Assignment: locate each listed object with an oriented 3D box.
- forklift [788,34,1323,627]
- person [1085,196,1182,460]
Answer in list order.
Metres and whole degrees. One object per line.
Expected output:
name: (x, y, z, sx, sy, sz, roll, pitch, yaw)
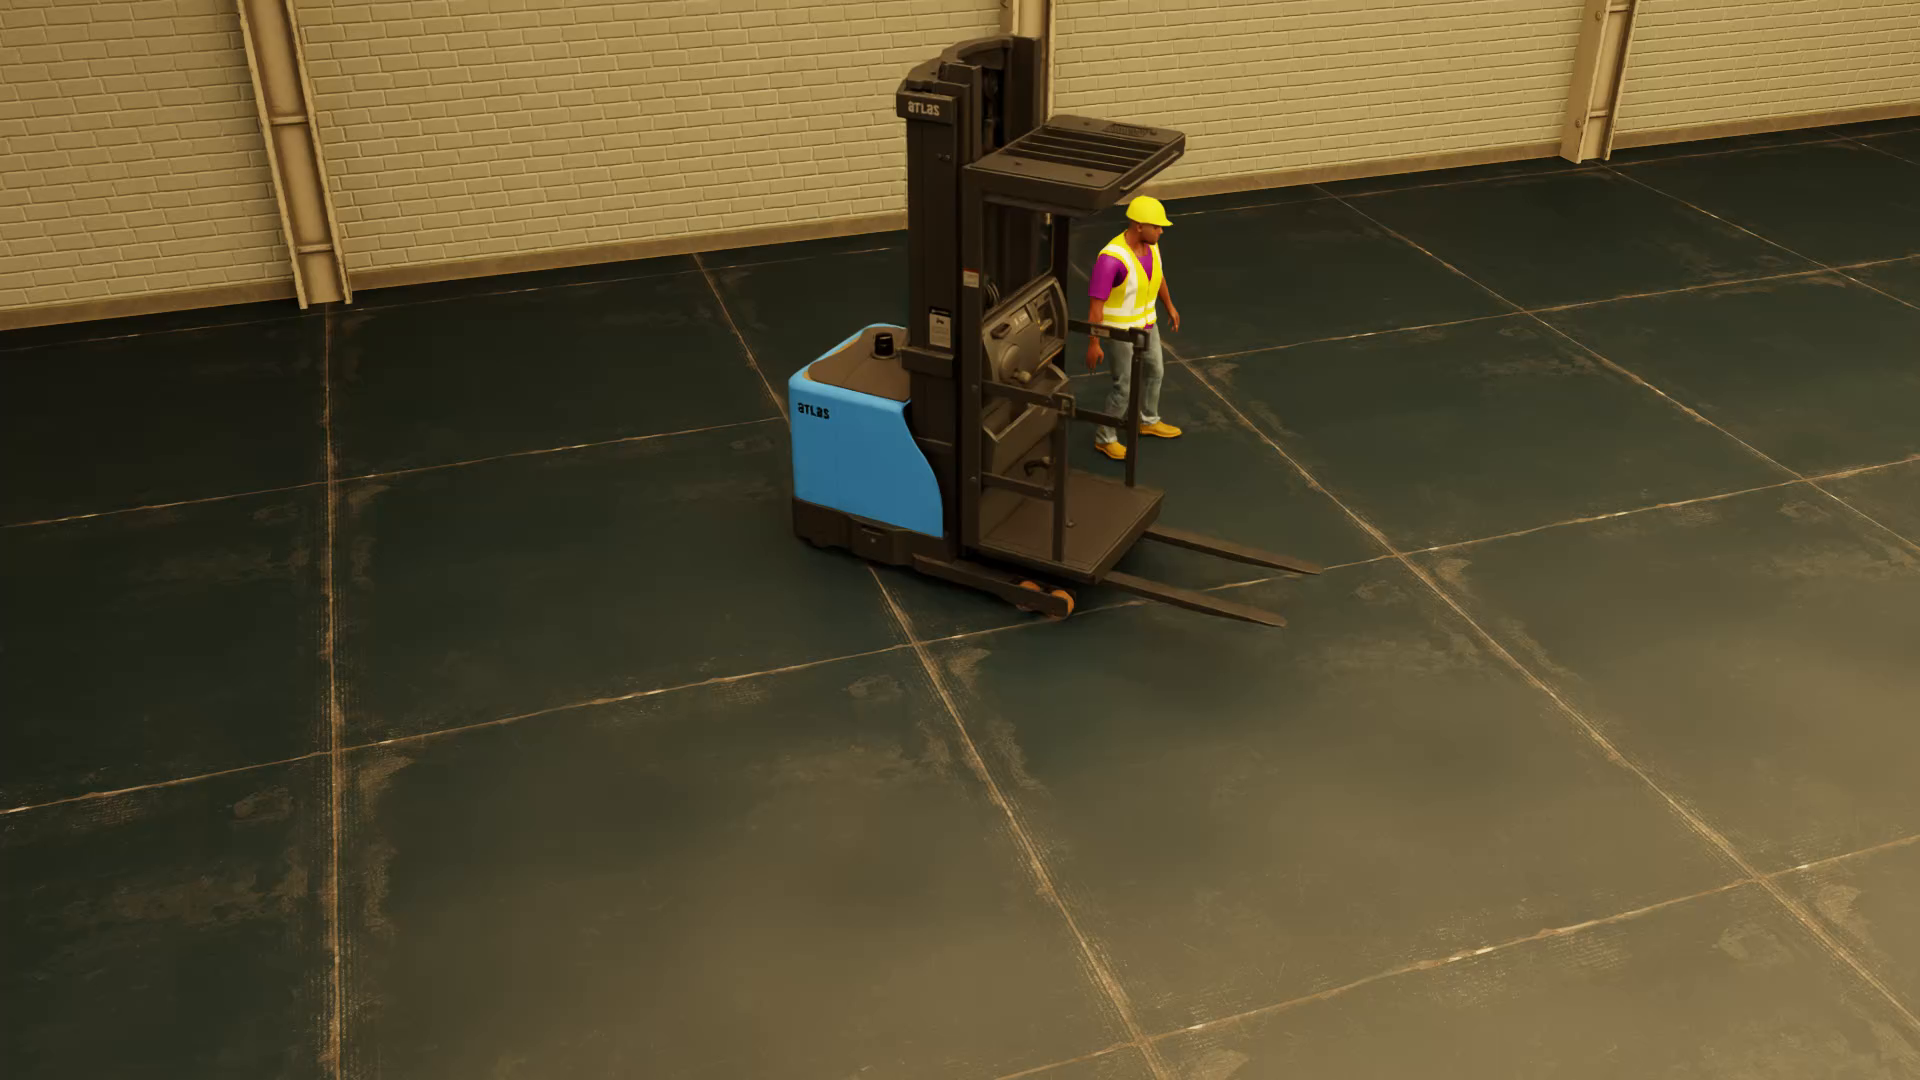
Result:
forklift: (0.540, -1.127, 9.046, 3.031, 2.935, 1.130, 15, 33, 24)
person: (1.117, -1.366, 10.657, 0.415, 1.740, 0.816, 22, 36, 33)
